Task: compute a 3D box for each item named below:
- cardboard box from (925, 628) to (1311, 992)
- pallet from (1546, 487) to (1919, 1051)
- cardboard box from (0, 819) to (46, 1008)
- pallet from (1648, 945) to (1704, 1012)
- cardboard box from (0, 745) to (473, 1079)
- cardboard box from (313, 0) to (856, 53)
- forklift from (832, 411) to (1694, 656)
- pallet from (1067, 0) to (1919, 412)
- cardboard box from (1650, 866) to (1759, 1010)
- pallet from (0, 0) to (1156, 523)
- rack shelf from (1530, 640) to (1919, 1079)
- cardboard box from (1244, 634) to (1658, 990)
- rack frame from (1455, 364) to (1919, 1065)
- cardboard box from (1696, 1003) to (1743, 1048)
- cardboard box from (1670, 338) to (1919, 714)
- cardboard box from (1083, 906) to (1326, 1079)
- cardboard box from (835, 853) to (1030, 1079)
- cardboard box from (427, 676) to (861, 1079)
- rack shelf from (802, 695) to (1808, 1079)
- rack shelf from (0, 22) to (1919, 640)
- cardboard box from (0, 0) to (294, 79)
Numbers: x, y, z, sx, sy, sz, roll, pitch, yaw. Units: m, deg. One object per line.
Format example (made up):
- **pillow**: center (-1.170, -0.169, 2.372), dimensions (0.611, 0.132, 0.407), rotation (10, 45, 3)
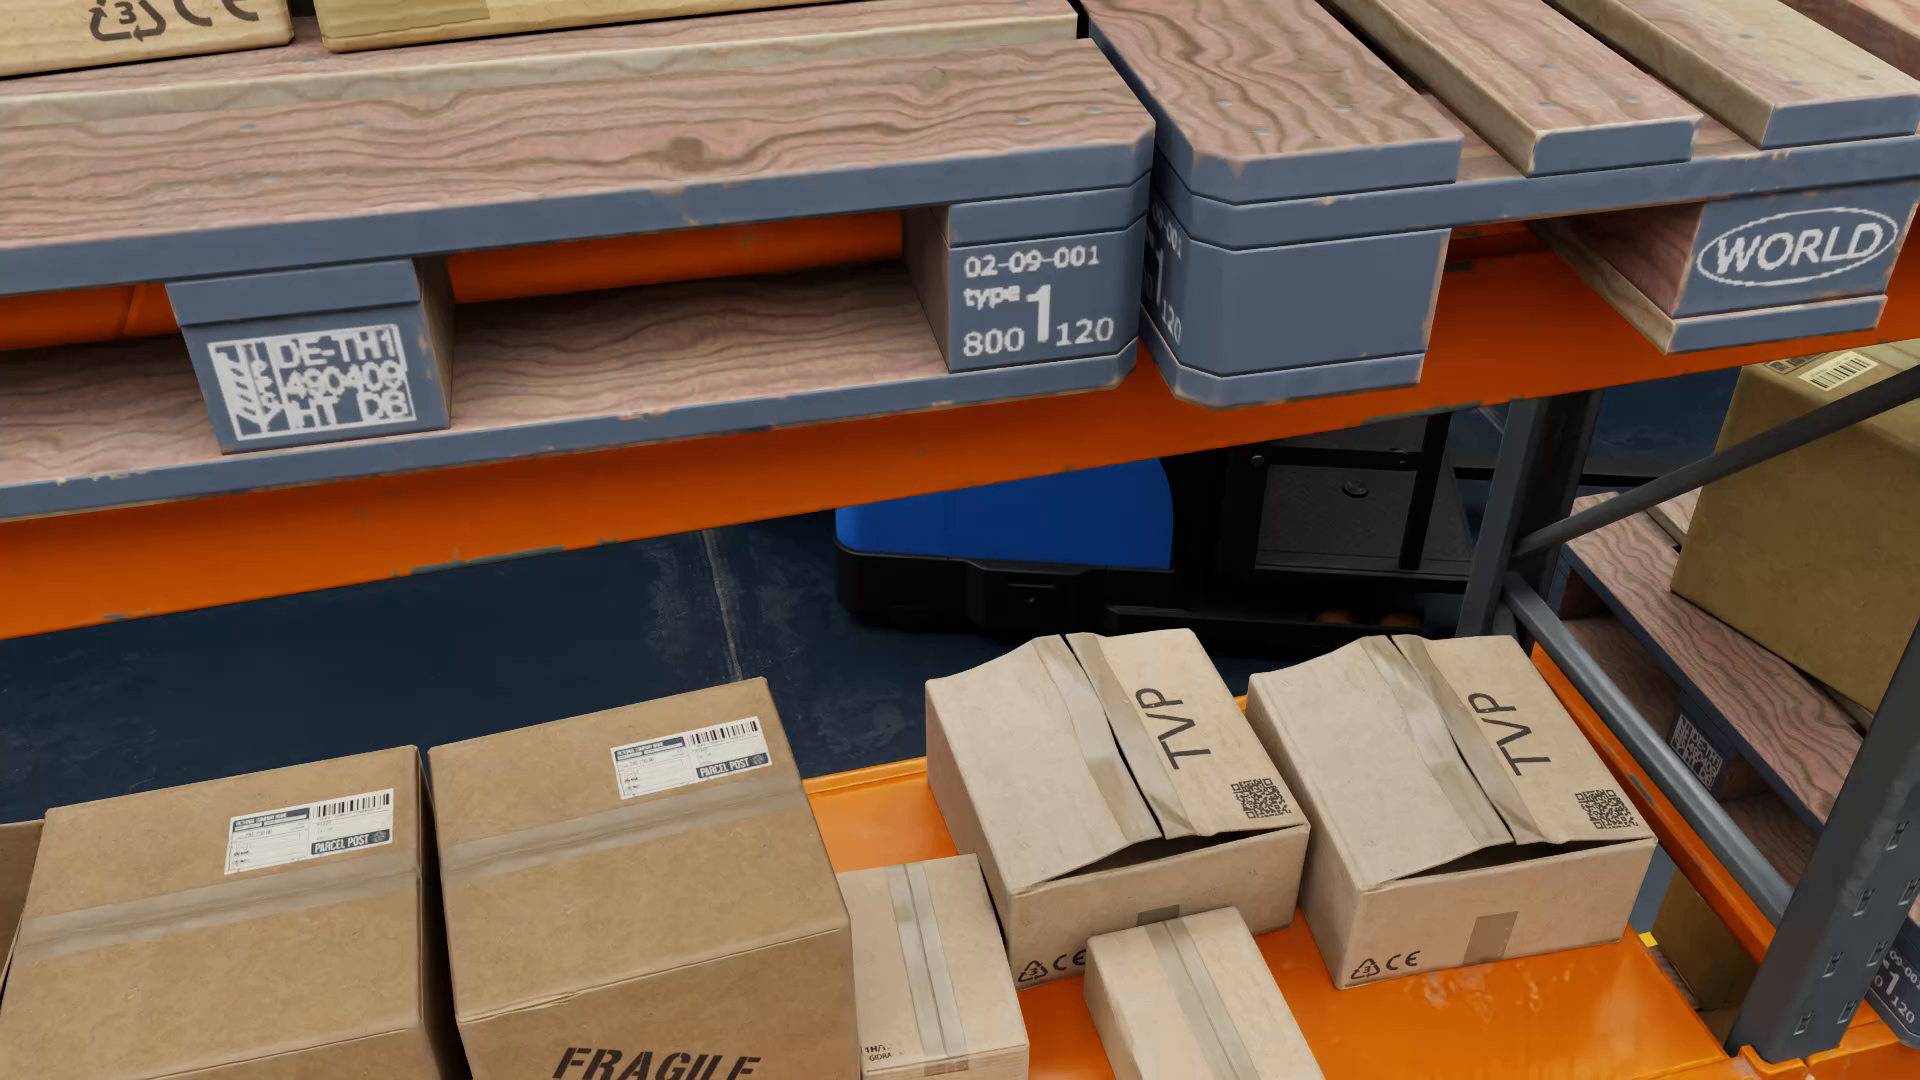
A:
- **cardboard box**: center (0.247, 0.419, 2.806), dimensions (0.500, 0.311, 0.500), rotation (-10, 38, -12)
- **pallet**: center (1.797, 0.284, 3.068), dimensions (1.003, 0.211, 1.213), rotation (-9, 38, -12)
- **cardboard box**: center (-1.447, 0.754, 2.213), dimensions (0.500, 0.500, 0.500), rotation (-7, 38, -9)
- **pallet**: center (1.891, 1.367, 3.789), dimensions (1.213, 0.211, 1.003), rotation (-9, 38, -12)
- **cardboard box**: center (-0.963, 0.675, 2.317), dimensions (0.500, 0.500, 0.500), rotation (-9, 38, -12)
- **cardboard box**: center (-0.319, -0.660, 1.453), dimensions (0.500, 0.250, 0.500), rotation (-10, 39, -13)
- **forklift**: center (1.144, -1.110, 4.789), dimensions (3.031, 2.935, 1.130), rotation (3, 38, 4)
- **pallet**: center (0.529, -0.601, 1.753), dimensions (1.003, 0.211, 1.213), rotation (-8, 38, -10)
- **cardboard box**: center (2.002, 0.888, 3.815), dimensions (0.500, 0.500, 0.500), rotation (-8, 38, -10)
- **pallet**: center (-0.550, -0.422, 1.519), dimensions (1.213, 0.211, 1.003), rotation (-8, 38, -10)
- **rack shelf**: center (3.091, 0.325, 3.449), dimensions (4.000, 0.370, 1.077), rotation (-9, 38, -12)
- **cardboard box**: center (0.798, 0.423, 2.801), dimensions (0.500, 0.311, 0.500), rotation (-7, 38, -9)
- **rack frame**: center (1.161, 0.356, 2.816), dimensions (0.127, 3.000, 1.000), rotation (-9, 38, -12)
- **cardboard box**: center (1.675, 1.270, 3.317), dimensions (0.500, 0.500, 0.500), rotation (-8, 38, -10)
- **cardboard box**: center (1.739, -0.016, 2.875), dimensions (0.500, 0.500, 0.700), rotation (-23, 43, -27)
- **cardboard box**: center (0.364, 0.760, 2.494), dimensions (0.250, 0.149, 0.380), rotation (-9, 38, -12)
- **cardboard box**: center (-0.056, 0.691, 2.585), dimensions (0.250, 0.149, 0.380), rotation (-7, 38, -9)
- **cardboard box**: center (-0.455, 0.592, 2.426), dimensions (0.500, 0.500, 0.500), rotation (-11, 39, -14)
- **rack shelf**: center (-0.770, 0.958, 2.620), dimensions (4.000, 0.370, 1.077), rotation (-9, 38, -12)
- **rack shelf**: center (-0.770, -0.233, 1.709), dimensions (4.000, 0.370, 1.077), rotation (-9, 38, -12)
- **cardboard box**: center (-0.839, -0.576, 1.343), dimensions (0.500, 0.250, 0.500), rotation (-12, 39, -16)
